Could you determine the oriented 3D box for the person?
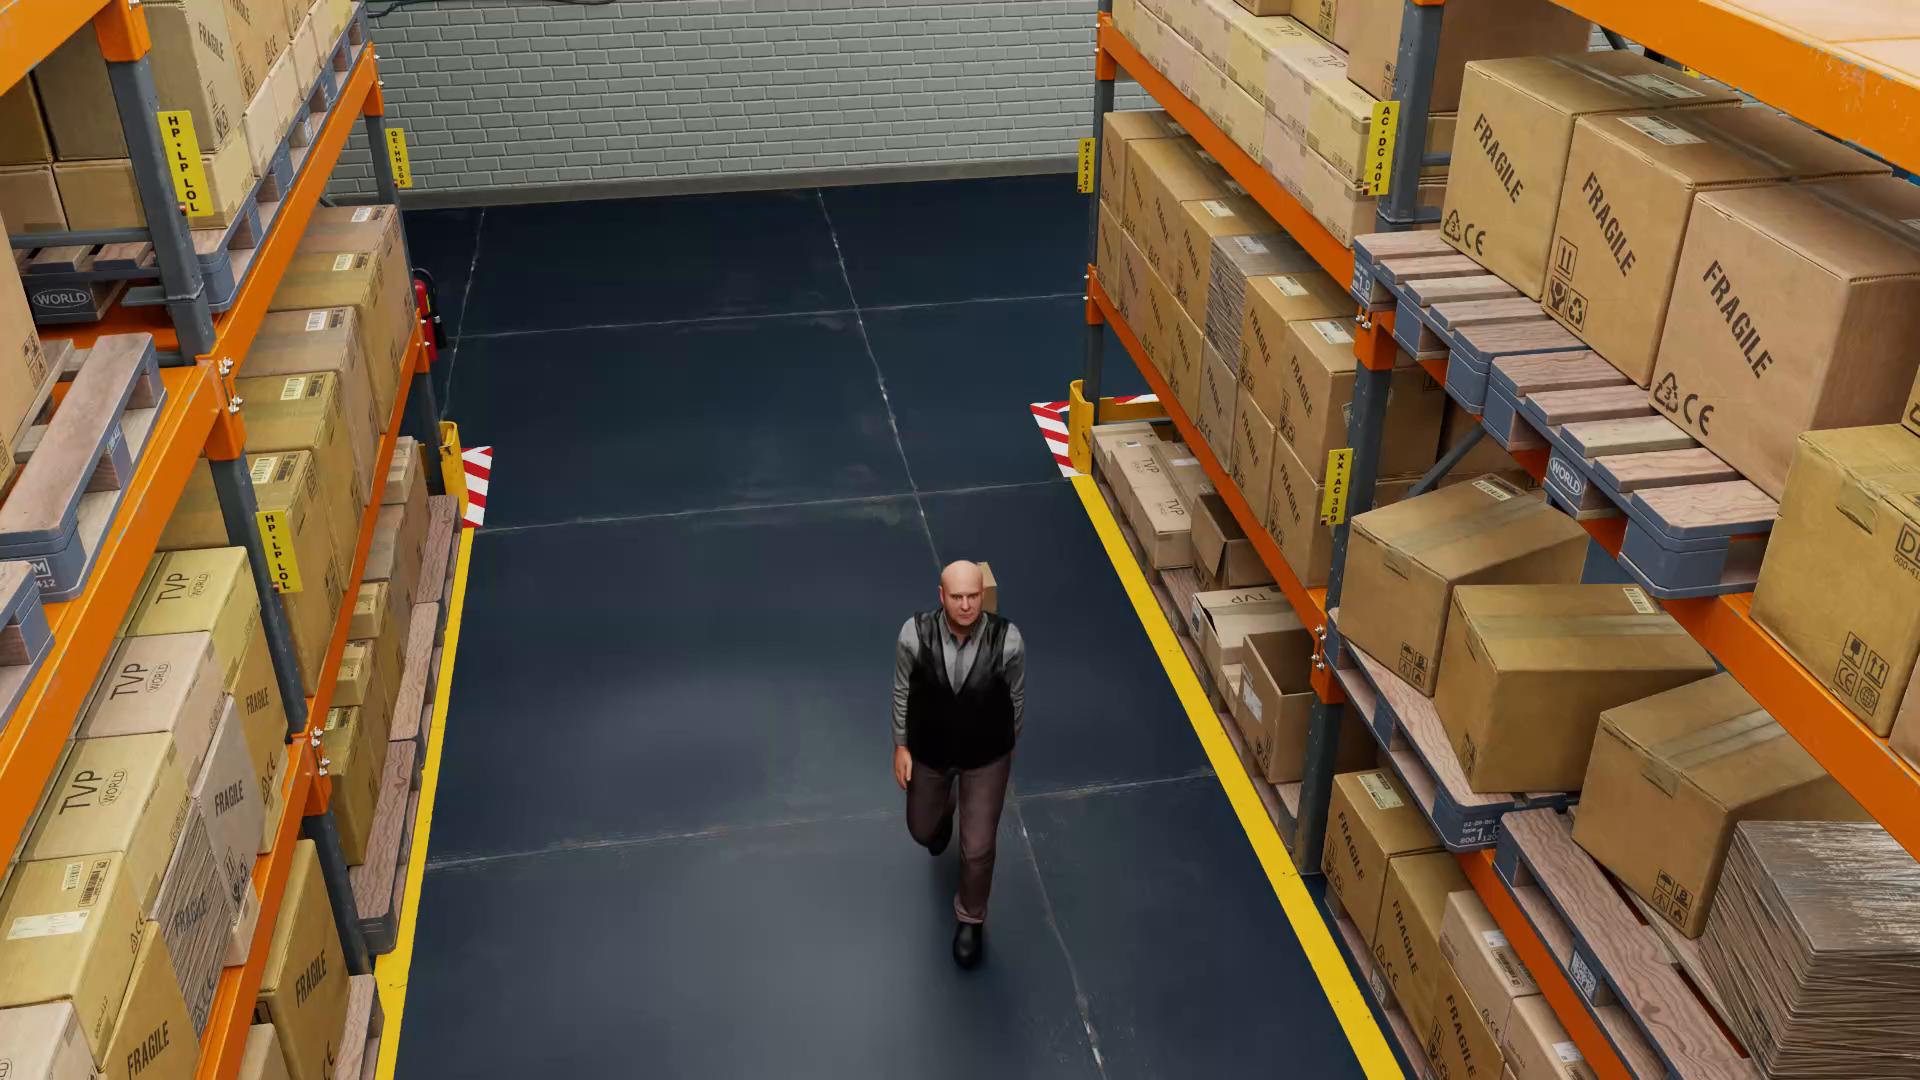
[{"bbox_3d":[-0.003,0.822,6.741,0.532,1.694,0.821,3,31,5],"label":"person"}]
